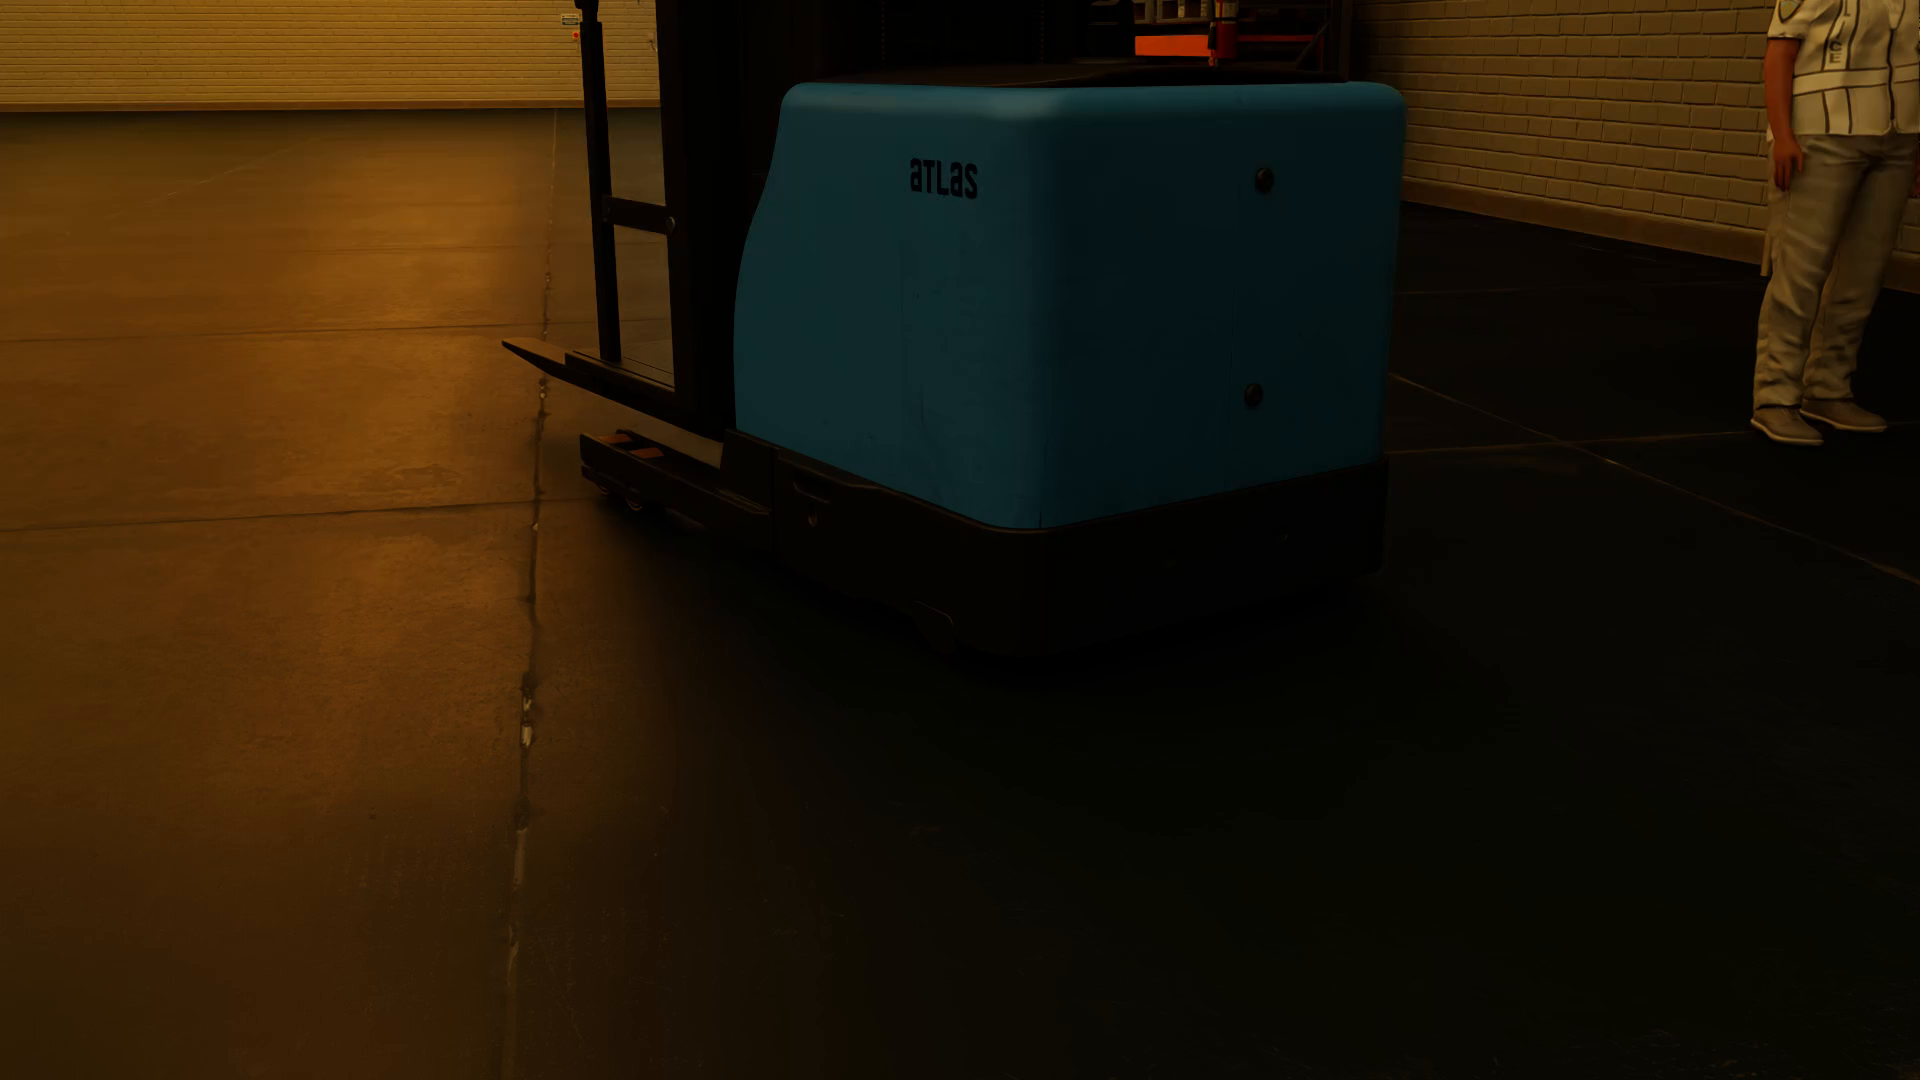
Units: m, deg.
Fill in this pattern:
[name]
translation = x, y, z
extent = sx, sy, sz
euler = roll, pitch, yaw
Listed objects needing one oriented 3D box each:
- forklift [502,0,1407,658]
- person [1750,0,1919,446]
[forklift]
translation = -0.350, -1.547, 4.075
extent = 1.130, 2.935, 3.031
euler = -11, 20, -34
[person]
translation = 2.683, -1.155, 4.964
extent = 0.597, 1.672, 0.513
euler = -5, 17, -16
